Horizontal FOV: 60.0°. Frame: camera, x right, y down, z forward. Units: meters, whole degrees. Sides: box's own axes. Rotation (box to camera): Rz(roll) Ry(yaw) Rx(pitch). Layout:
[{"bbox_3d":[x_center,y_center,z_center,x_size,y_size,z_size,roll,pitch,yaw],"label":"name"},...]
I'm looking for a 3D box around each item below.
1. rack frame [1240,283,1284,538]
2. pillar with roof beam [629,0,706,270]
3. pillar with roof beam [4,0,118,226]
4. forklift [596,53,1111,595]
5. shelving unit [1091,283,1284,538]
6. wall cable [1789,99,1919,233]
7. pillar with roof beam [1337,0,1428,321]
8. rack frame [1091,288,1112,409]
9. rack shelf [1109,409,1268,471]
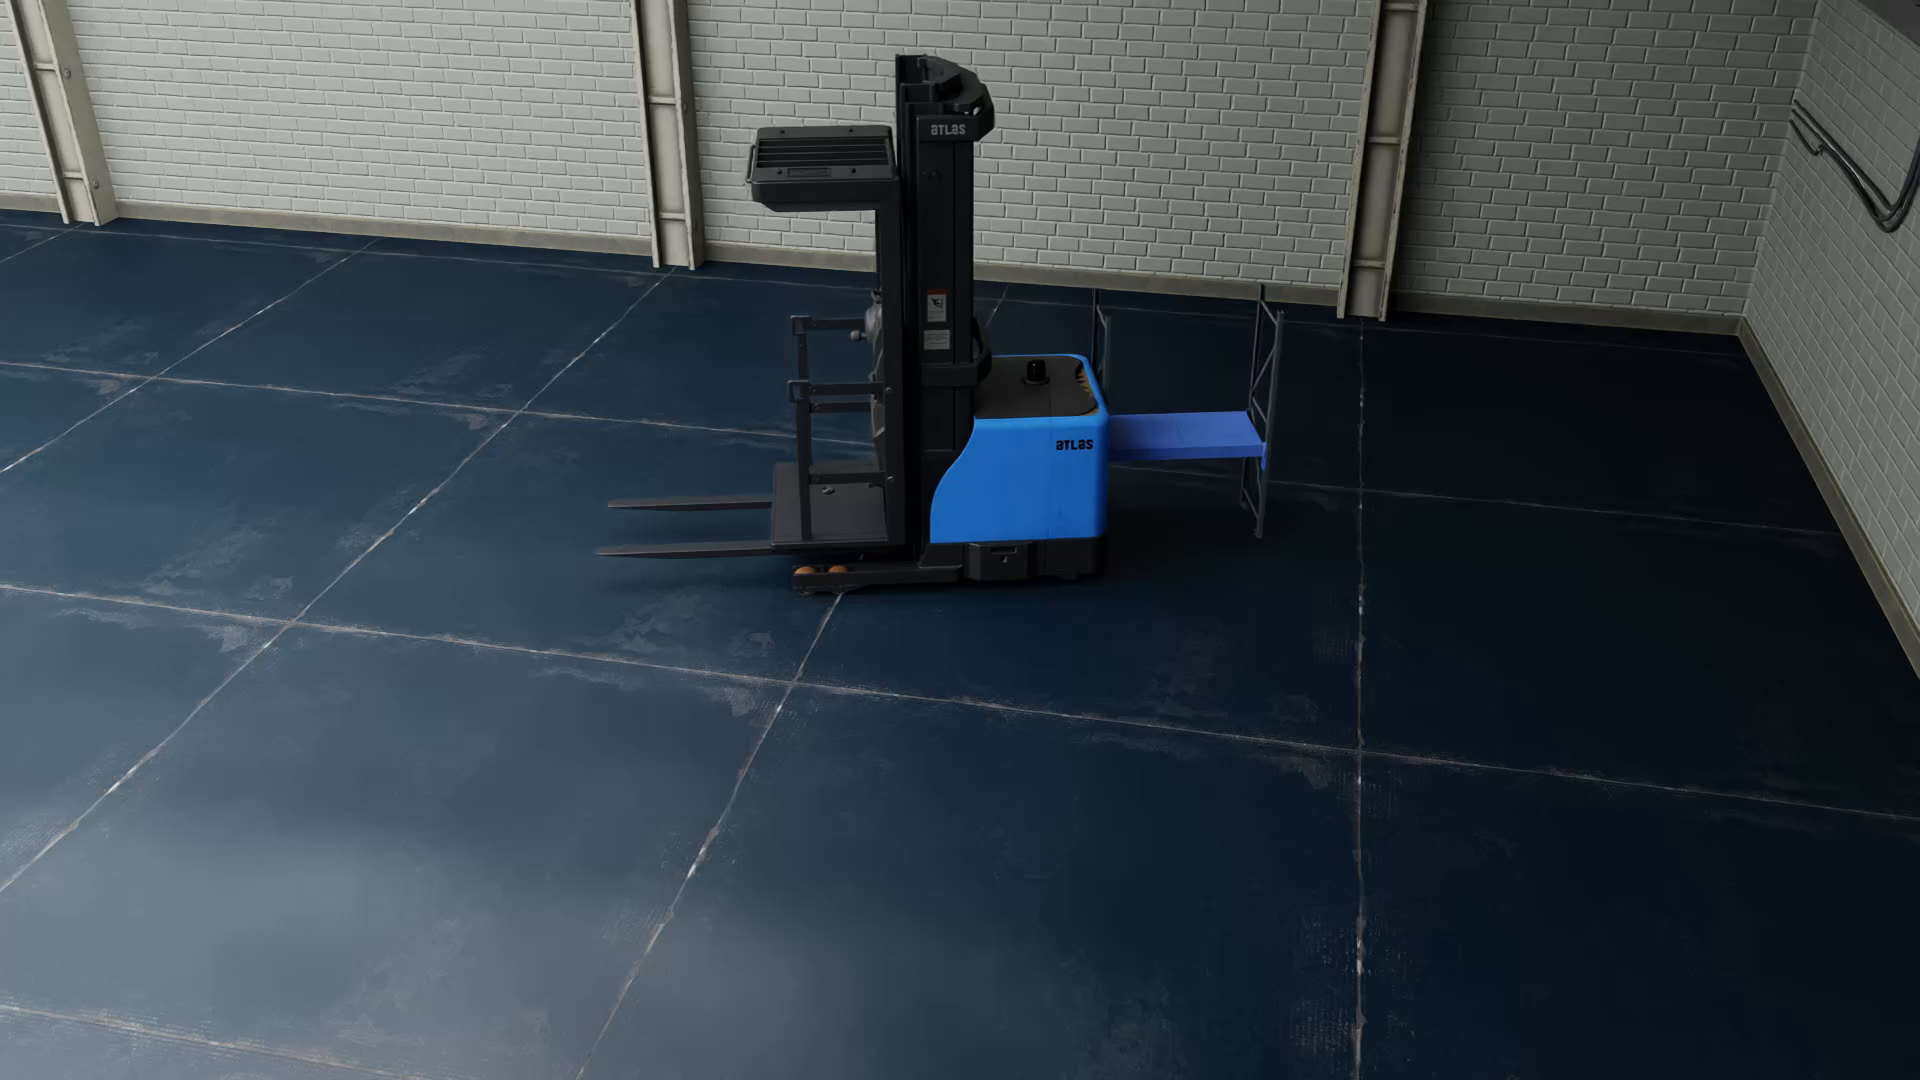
[{"bbox_3d":[1.862,-0.789,10.291,0.032,1.500,0.500,-2,29,-4],"label":"rack frame"},{"bbox_3d":[-3.418,-4.420,9.115,0.400,9.000,9.100,6,29,11],"label":"pillar with roof beam"},{"bbox_3d":[-9.285,-5.022,10.214,0.400,9.000,9.100,6,29,11],"label":"pillar with roof beam"},{"bbox_3d":[-0.663,-1.222,9.593,3.031,2.935,1.130,-2,29,-4],"label":"forklift"},{"bbox_3d":[1.355,-0.770,10.258,1.048,1.500,0.538,-2,29,-4],"label":"shelving unit"},{"bbox_3d":[5.954,-3.562,10.781,0.112,2.526,3.097,6,29,11],"label":"wall cable"},{"bbox_3d":[2.450,-3.819,8.016,0.400,9.000,9.100,6,29,11],"label":"pillar with roof beam"},{"bbox_3d":[0.848,-0.752,10.224,0.032,1.500,0.500,-2,29,-4],"label":"rack frame"},{"bbox_3d":[1.355,-0.613,10.344,1.000,0.185,0.538,-2,29,-4],"label":"rack shelf"}]
